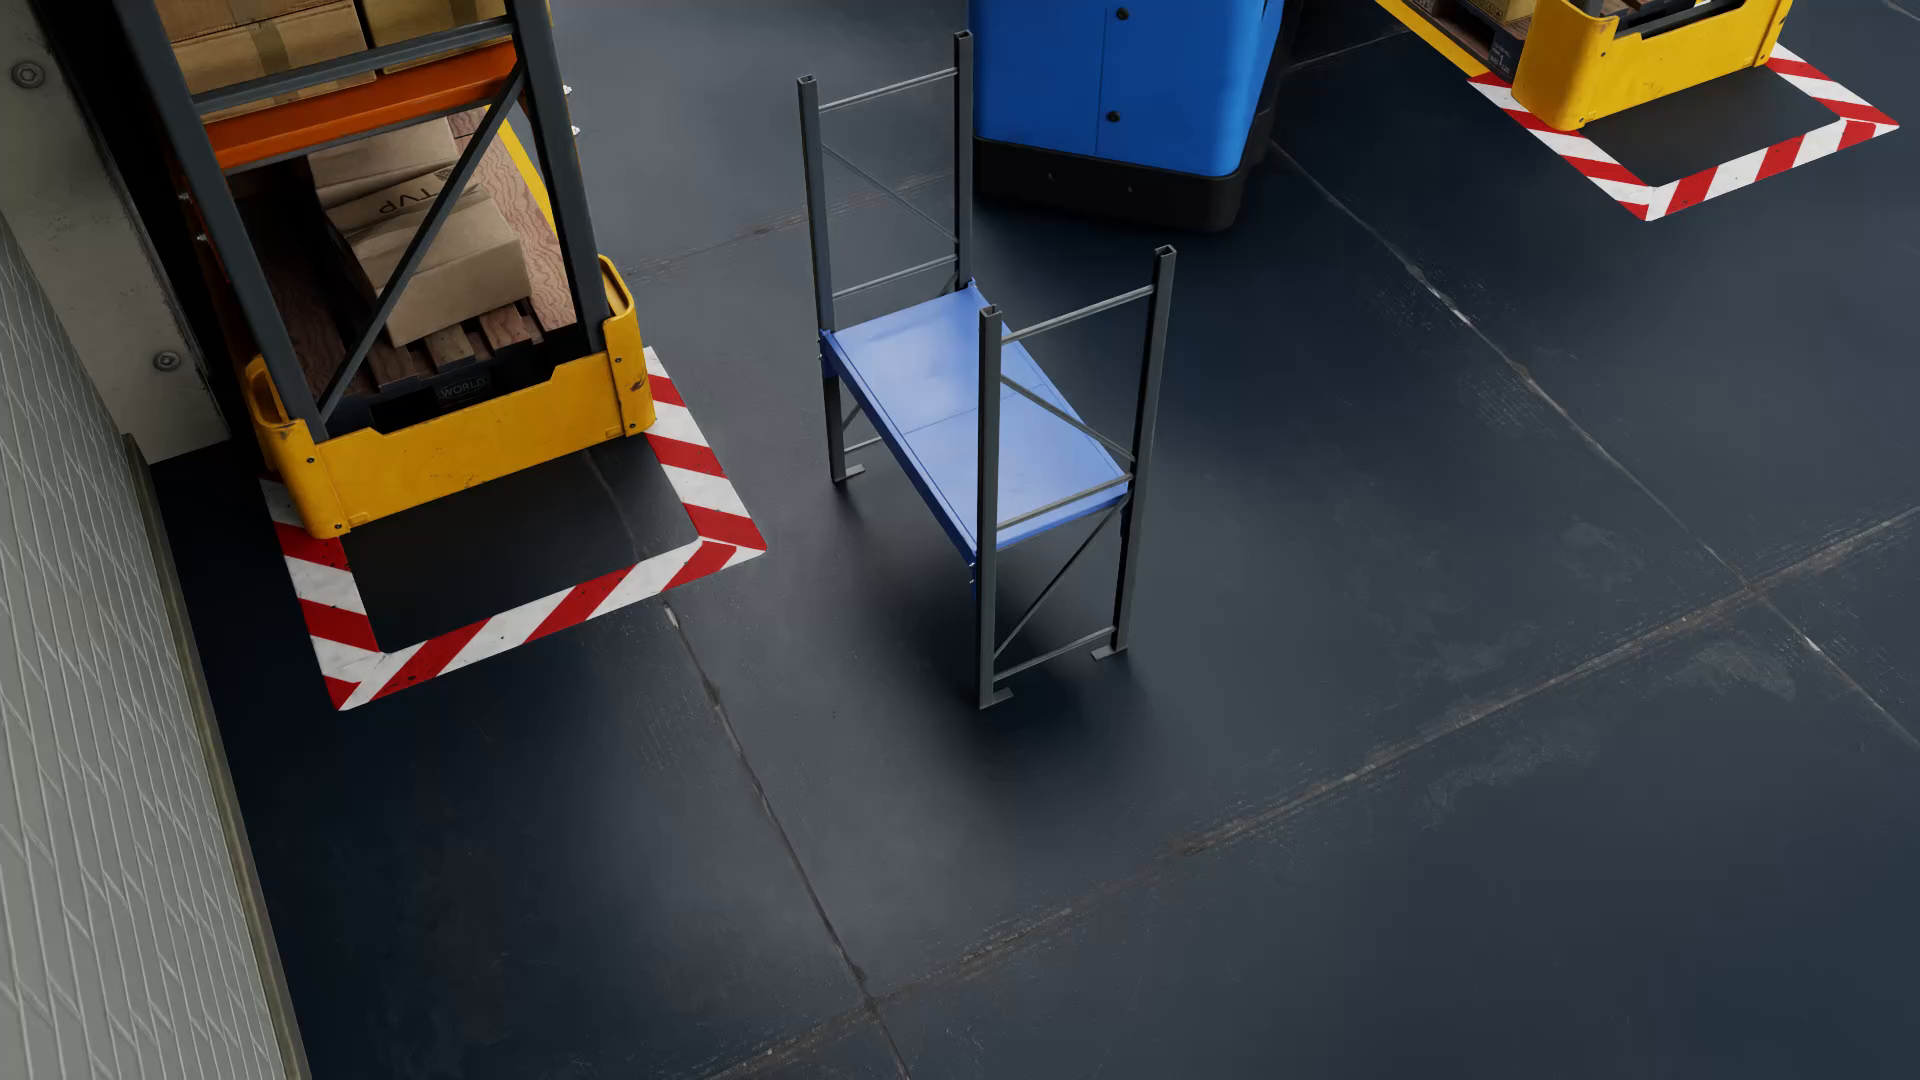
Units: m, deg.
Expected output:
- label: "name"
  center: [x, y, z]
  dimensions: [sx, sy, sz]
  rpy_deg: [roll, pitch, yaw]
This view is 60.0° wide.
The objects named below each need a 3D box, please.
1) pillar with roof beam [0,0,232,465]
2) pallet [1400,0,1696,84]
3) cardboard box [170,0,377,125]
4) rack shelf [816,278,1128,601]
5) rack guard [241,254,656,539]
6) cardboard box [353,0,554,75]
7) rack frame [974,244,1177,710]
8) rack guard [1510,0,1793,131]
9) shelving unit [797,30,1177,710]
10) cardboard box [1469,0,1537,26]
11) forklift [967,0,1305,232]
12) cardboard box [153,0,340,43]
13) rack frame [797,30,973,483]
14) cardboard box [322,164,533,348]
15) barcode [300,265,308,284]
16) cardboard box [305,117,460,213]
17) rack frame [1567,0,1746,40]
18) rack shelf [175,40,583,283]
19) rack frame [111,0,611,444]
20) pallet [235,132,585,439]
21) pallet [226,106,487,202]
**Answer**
- label: "pillar with roof beam"
  center: [1.171, -4.866, 3.528]
  dimensions: [9.100, 9.000, 0.400]
  rpy_deg: [-21, 52, -18]
- label: "pallet"
  center: [2.448, -2.526, 7.319]
  dimensions: [1.003, 0.211, 1.213]
  rpy_deg: [-21, 52, -18]
- label: "cardboard box"
  center: [-1.954, -1.441, 4.604]
  dimensions: [0.500, 0.250, 0.500]
  rpy_deg: [-20, 52, -17]
- label: "rack shelf"
  center: [0.039, -0.318, 4.771]
  dimensions: [0.538, 0.185, 1.000]
  rpy_deg: [-21, 52, -18]
- label: "rack guard"
  center: [-1.602, -0.466, 5.325]
  dimensions: [1.175, 0.500, 0.348]
  rpy_deg: [-21, 52, -18]
- label: "cardboard box"
  center: [-1.508, -1.631, 4.770]
  dimensions: [0.500, 0.250, 0.500]
  rpy_deg: [-23, 53, -19]
- label: "rack frame"
  center: [0.272, -0.096, 4.338]
  dimensions: [0.500, 1.500, 0.032]
  rpy_deg: [-21, 52, -18]
- label: "rack guard"
  center: [2.847, -2.107, 6.761]
  dimensions: [1.175, 0.500, 0.348]
  rpy_deg: [-21, 52, -18]
- label: "shelving unit"
  center: [0.039, -0.437, 4.636]
  dimensions: [0.538, 1.500, 1.048]
  rpy_deg: [-21, 52, -18]
- label: "cardboard box"
  center: [2.327, -2.437, 6.936]
  dimensions: [0.500, 0.250, 0.500]
  rpy_deg: [-21, 52, -18]
- label: "forklift"
  center: [0.910, -3.239, 6.136]
  dimensions: [1.130, 2.935, 3.031]
  rpy_deg: [12, 50, 11]
- label: "cardboard box"
  center: [-1.972, -1.684, 4.318]
  dimensions: [0.500, 0.500, 0.500]
  rpy_deg: [-22, 52, -18]
- label: "rack frame"
  center: [-0.194, -0.777, 4.933]
  dimensions: [0.500, 1.500, 0.032]
  rpy_deg: [-21, 52, -18]
- label: "cardboard box"
  center: [-1.804, -0.991, 5.618]
  dimensions: [0.500, 0.311, 0.500]
  rpy_deg: [-27, 54, -21]
- label: "barcode"
  center: [-2.168, -0.869, 5.505]
  dimensions: [0.001, 0.075, 0.075]
  rpy_deg: [-21, 52, -18]
- label: "cardboard box"
  center: [-2.065, -1.373, 5.952]
  dimensions: [0.500, 0.311, 0.500]
  rpy_deg: [-17, 51, -15]
- label: "rack frame"
  center: [2.836, -2.946, 5.834]
  dimensions: [1.000, 3.000, 0.127]
  rpy_deg: [-21, 52, -18]
- label: "rack shelf"
  center: [-2.483, -2.339, 5.781]
  dimensions: [1.077, 0.370, 4.000]
  rpy_deg: [-21, 52, -18]
- label: "rack frame"
  center: [-1.567, -1.238, 4.340]
  dimensions: [1.000, 3.000, 0.127]
  rpy_deg: [-21, 52, -18]
- label: "pallet"
  center: [-1.942, -0.926, 5.920]
  dimensions: [1.003, 0.211, 1.213]
  rpy_deg: [-21, 52, -18]
- label: "pallet"
  center: [-2.497, -1.742, 6.633]
  dimensions: [1.003, 0.211, 1.213]
  rpy_deg: [-21, 52, -18]
